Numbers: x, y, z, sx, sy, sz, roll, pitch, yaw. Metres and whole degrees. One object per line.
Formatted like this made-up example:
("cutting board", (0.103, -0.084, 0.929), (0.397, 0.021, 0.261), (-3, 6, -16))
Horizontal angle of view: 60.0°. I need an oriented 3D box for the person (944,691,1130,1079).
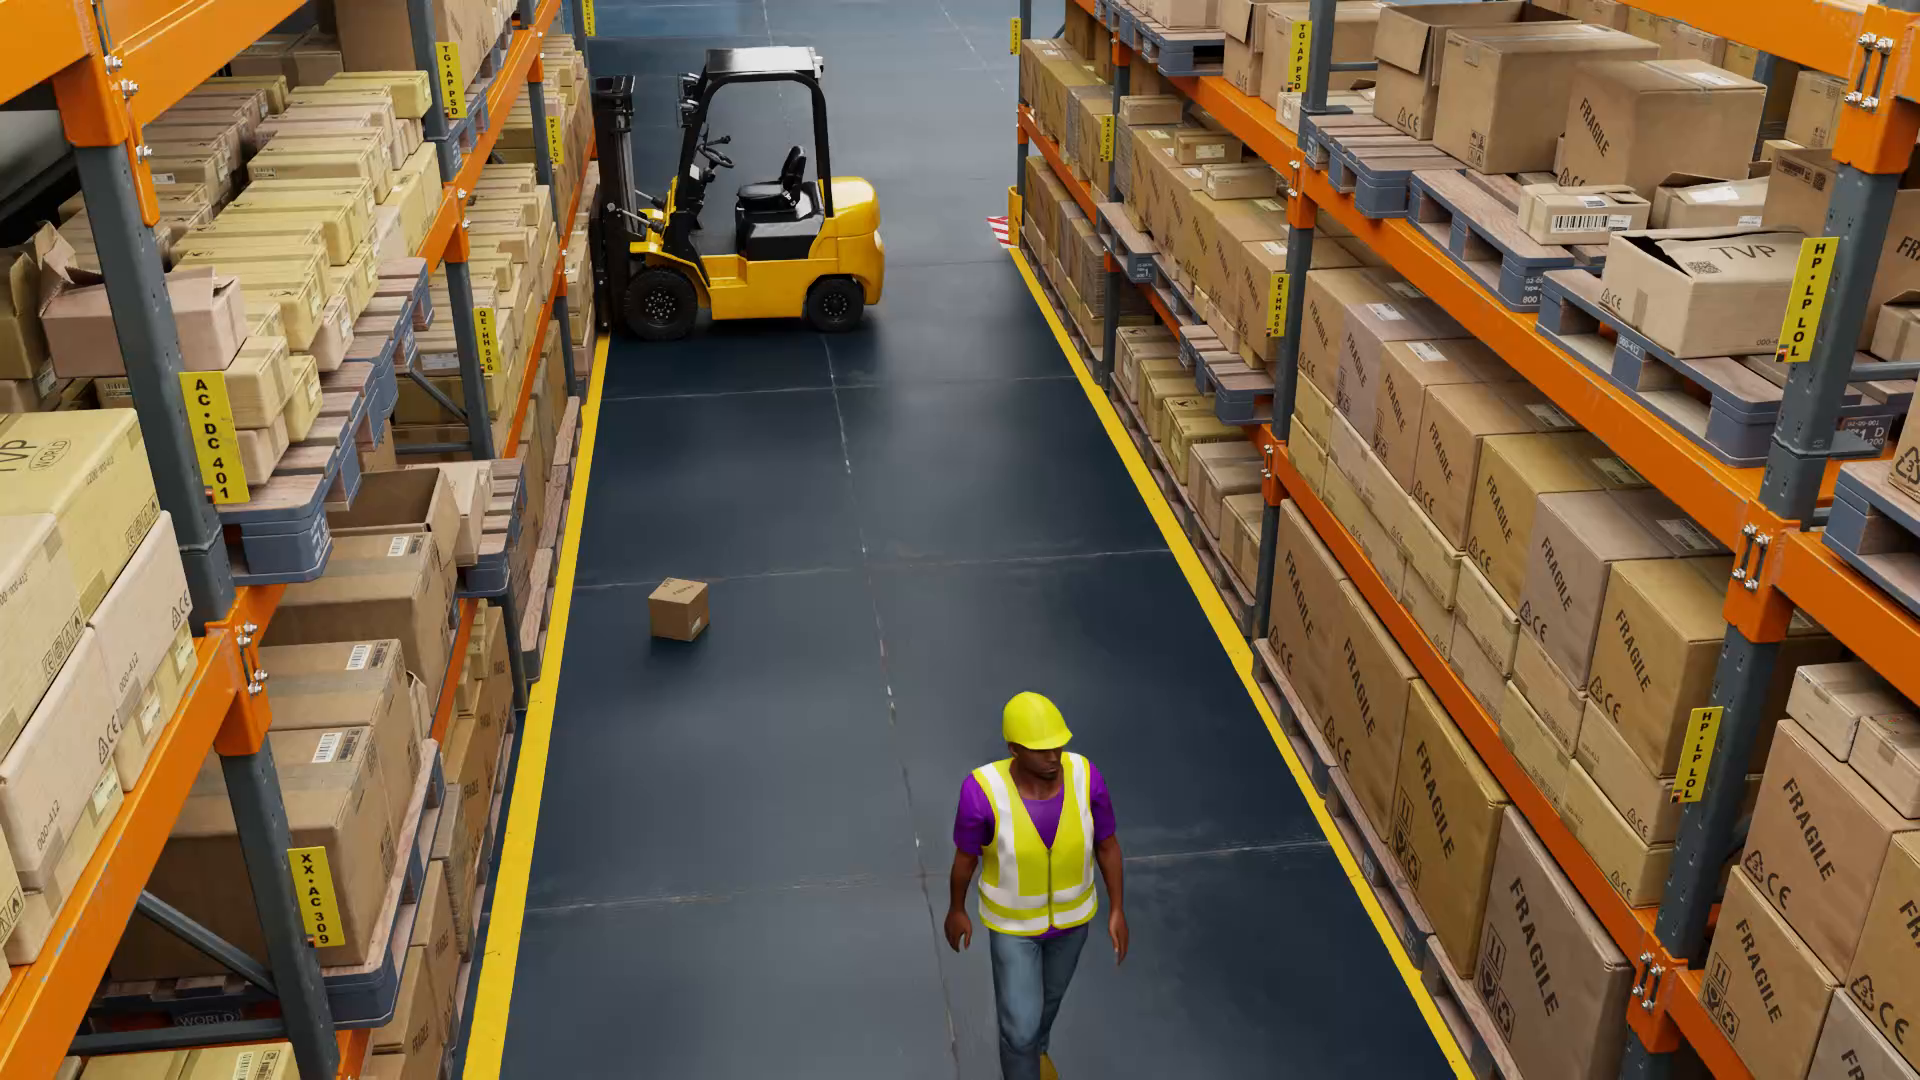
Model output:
("person", (0.294, 1.386, 5.905), (0.614, 1.821, 0.672), (-8, 28, -16))
